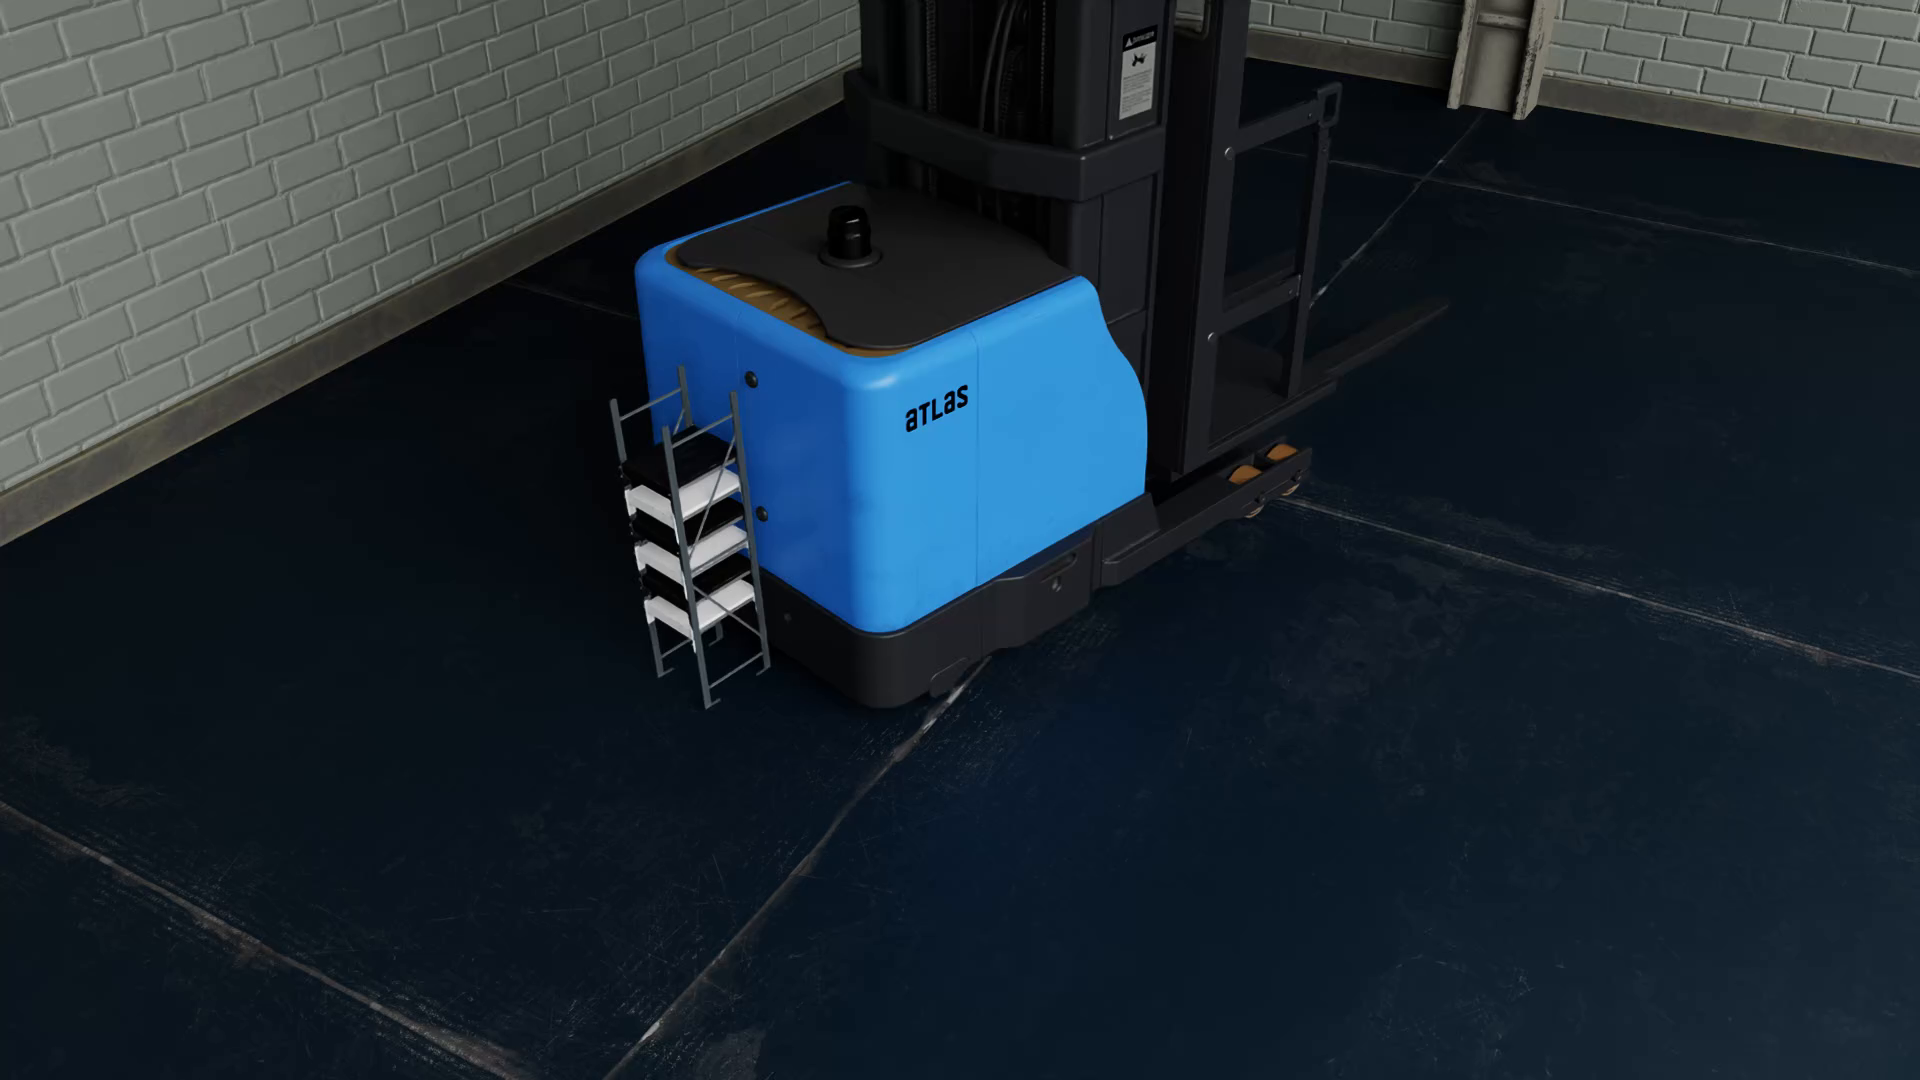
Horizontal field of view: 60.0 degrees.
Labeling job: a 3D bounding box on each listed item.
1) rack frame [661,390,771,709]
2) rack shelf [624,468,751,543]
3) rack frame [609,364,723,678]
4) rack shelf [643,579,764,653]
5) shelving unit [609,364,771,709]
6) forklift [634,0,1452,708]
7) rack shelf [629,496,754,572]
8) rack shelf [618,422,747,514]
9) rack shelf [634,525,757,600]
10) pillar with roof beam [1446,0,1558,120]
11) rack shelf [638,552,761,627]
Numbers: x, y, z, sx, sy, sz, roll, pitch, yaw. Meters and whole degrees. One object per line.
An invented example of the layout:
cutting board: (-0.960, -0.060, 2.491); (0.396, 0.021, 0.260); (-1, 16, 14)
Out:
rack frame: (-0.630, 0.043, 4.363); (0.006, 0.900, 0.240); (27, 44, 34)
rack shelf: (-0.709, -0.114, 4.335); (0.200, 0.077, 0.258); (27, 44, 34)
rack frame: (-0.780, -0.033, 4.477); (0.006, 0.900, 0.240); (27, 44, 34)
rack shelf: (-0.699, 0.179, 4.543); (0.200, 0.077, 0.258); (27, 44, 34)
shelving unit: (-0.705, 0.005, 4.420); (0.210, 0.900, 0.258); (27, 44, 34)
forklift: (0.513, -1.477, 4.824); (3.031, 2.935, 1.130); (-28, 43, -35)
rack shelf: (-0.707, -0.041, 4.387); (0.200, 0.077, 0.258); (27, 44, 34)
rack shelf: (-0.712, -0.187, 4.282); (0.200, 0.077, 0.258); (27, 44, 34)
rack shelf: (-0.704, 0.032, 4.439); (0.200, 0.077, 0.258); (27, 44, 34)
pillar with roof beam: (0.630, -3.937, 3.043); (0.400, 9.000, 9.100); (18, 37, 24)
rack shelf: (-0.701, 0.106, 4.491); (0.200, 0.077, 0.258); (27, 44, 34)
